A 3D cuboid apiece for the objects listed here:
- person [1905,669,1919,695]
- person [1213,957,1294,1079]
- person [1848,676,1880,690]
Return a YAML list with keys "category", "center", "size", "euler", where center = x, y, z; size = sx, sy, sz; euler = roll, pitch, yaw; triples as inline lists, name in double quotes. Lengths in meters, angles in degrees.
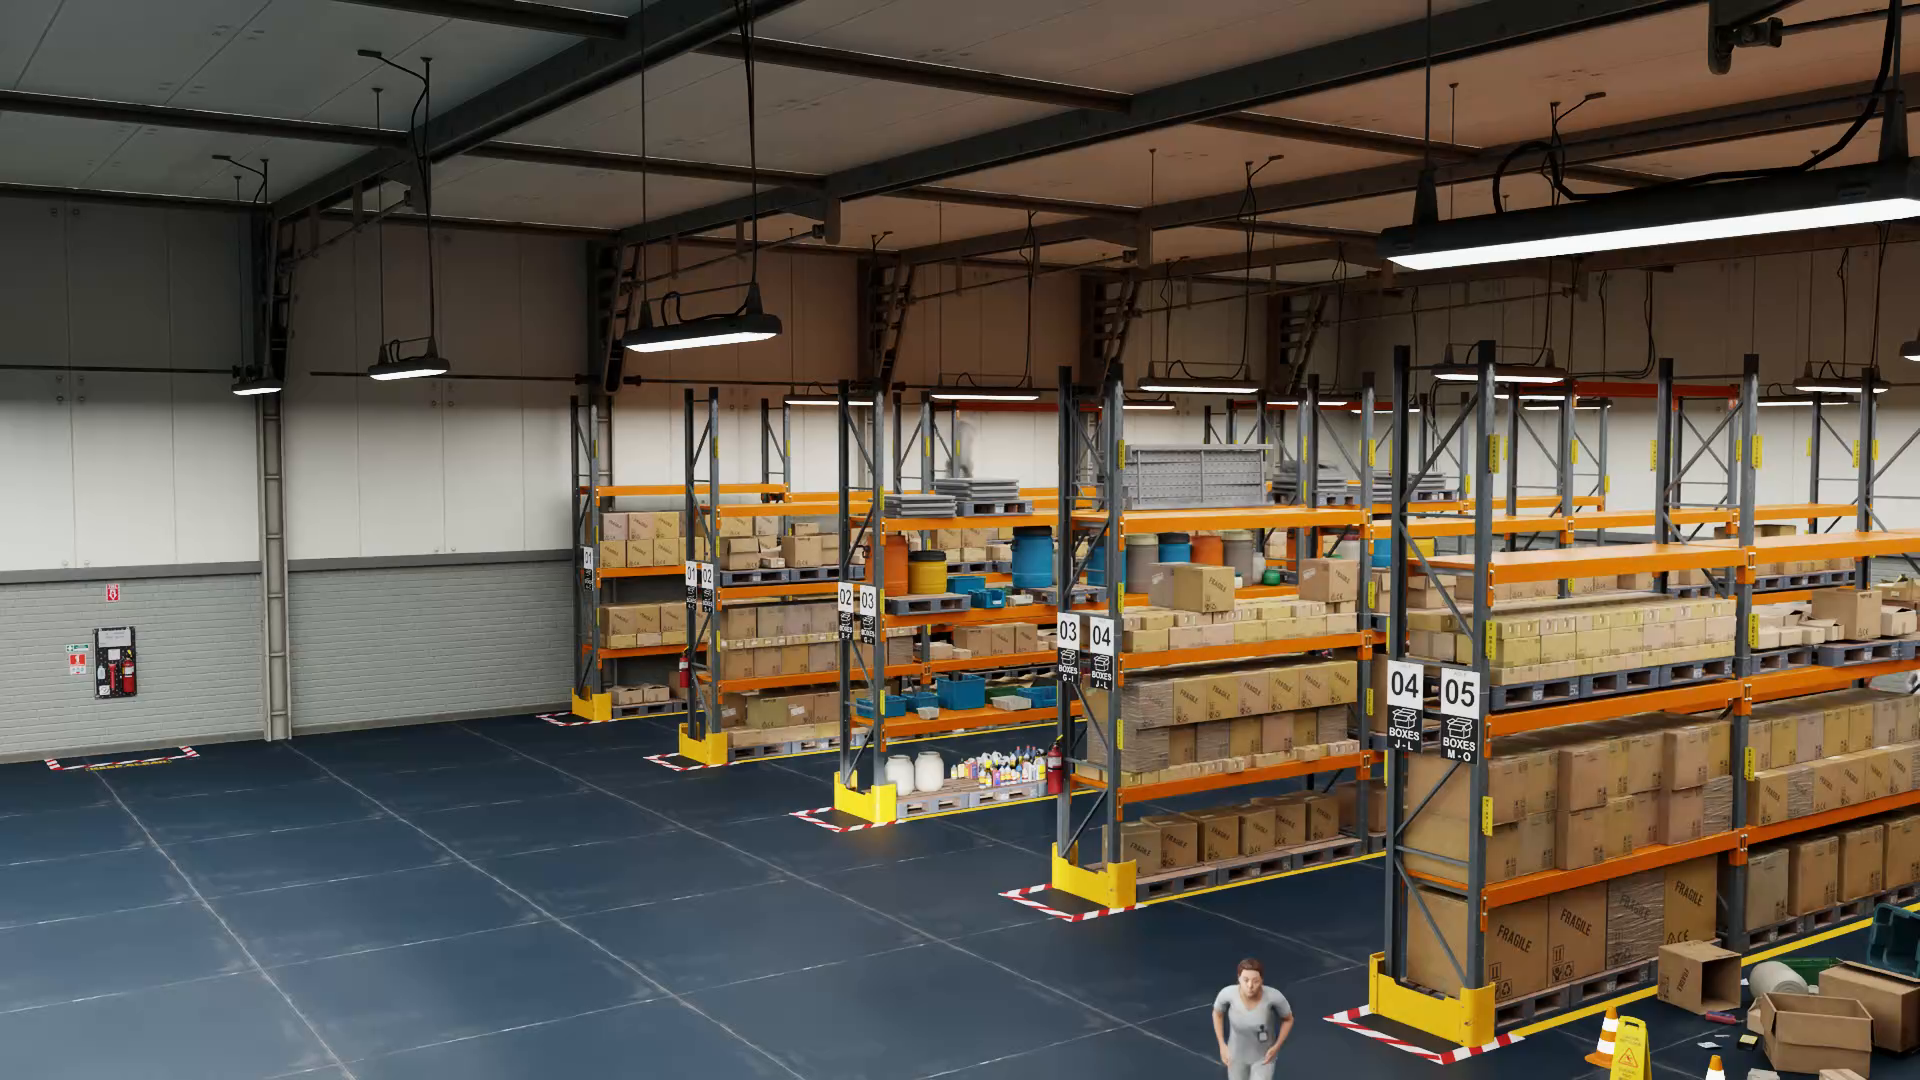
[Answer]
- category: "person"
  center: [15.933, 2.674, 27.364]
  size: [0.678, 1.740, 0.650]
  euler: [1, 4, 20]
- category: "person"
  center: [2.075, 3.677, 11.801]
  size: [0.562, 1.619, 0.837]
  euler: [1, 3, 9]
- category: "person"
  center: [13.302, 2.784, 24.568]
  size: [0.945, 1.800, 0.698]
  euler: [-2, 4, -31]
